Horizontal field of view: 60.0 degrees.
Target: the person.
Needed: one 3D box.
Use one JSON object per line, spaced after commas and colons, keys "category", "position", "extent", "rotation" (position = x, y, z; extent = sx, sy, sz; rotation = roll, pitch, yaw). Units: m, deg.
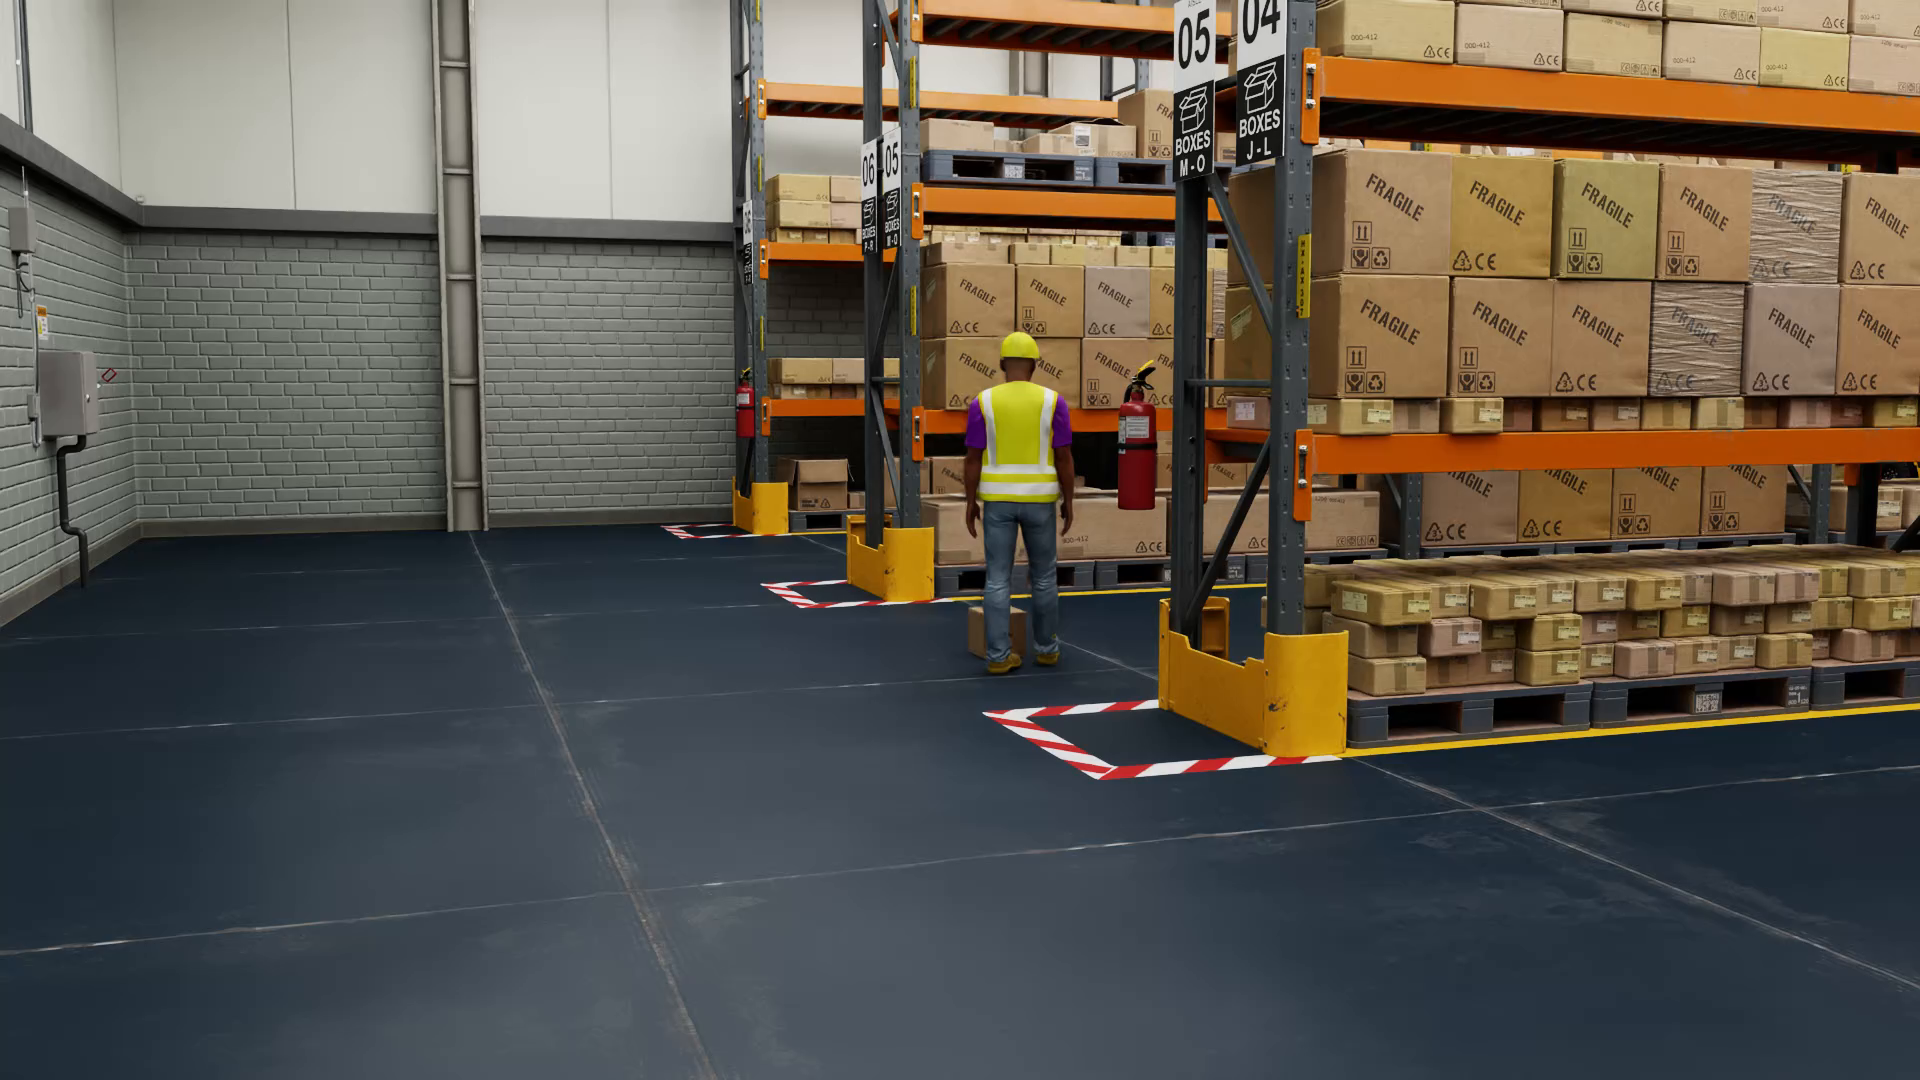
{"category": "person", "position": [0.308, -0.209, 8.771], "extent": [0.573, 1.763, 0.610], "rotation": [0, 6, 1]}
